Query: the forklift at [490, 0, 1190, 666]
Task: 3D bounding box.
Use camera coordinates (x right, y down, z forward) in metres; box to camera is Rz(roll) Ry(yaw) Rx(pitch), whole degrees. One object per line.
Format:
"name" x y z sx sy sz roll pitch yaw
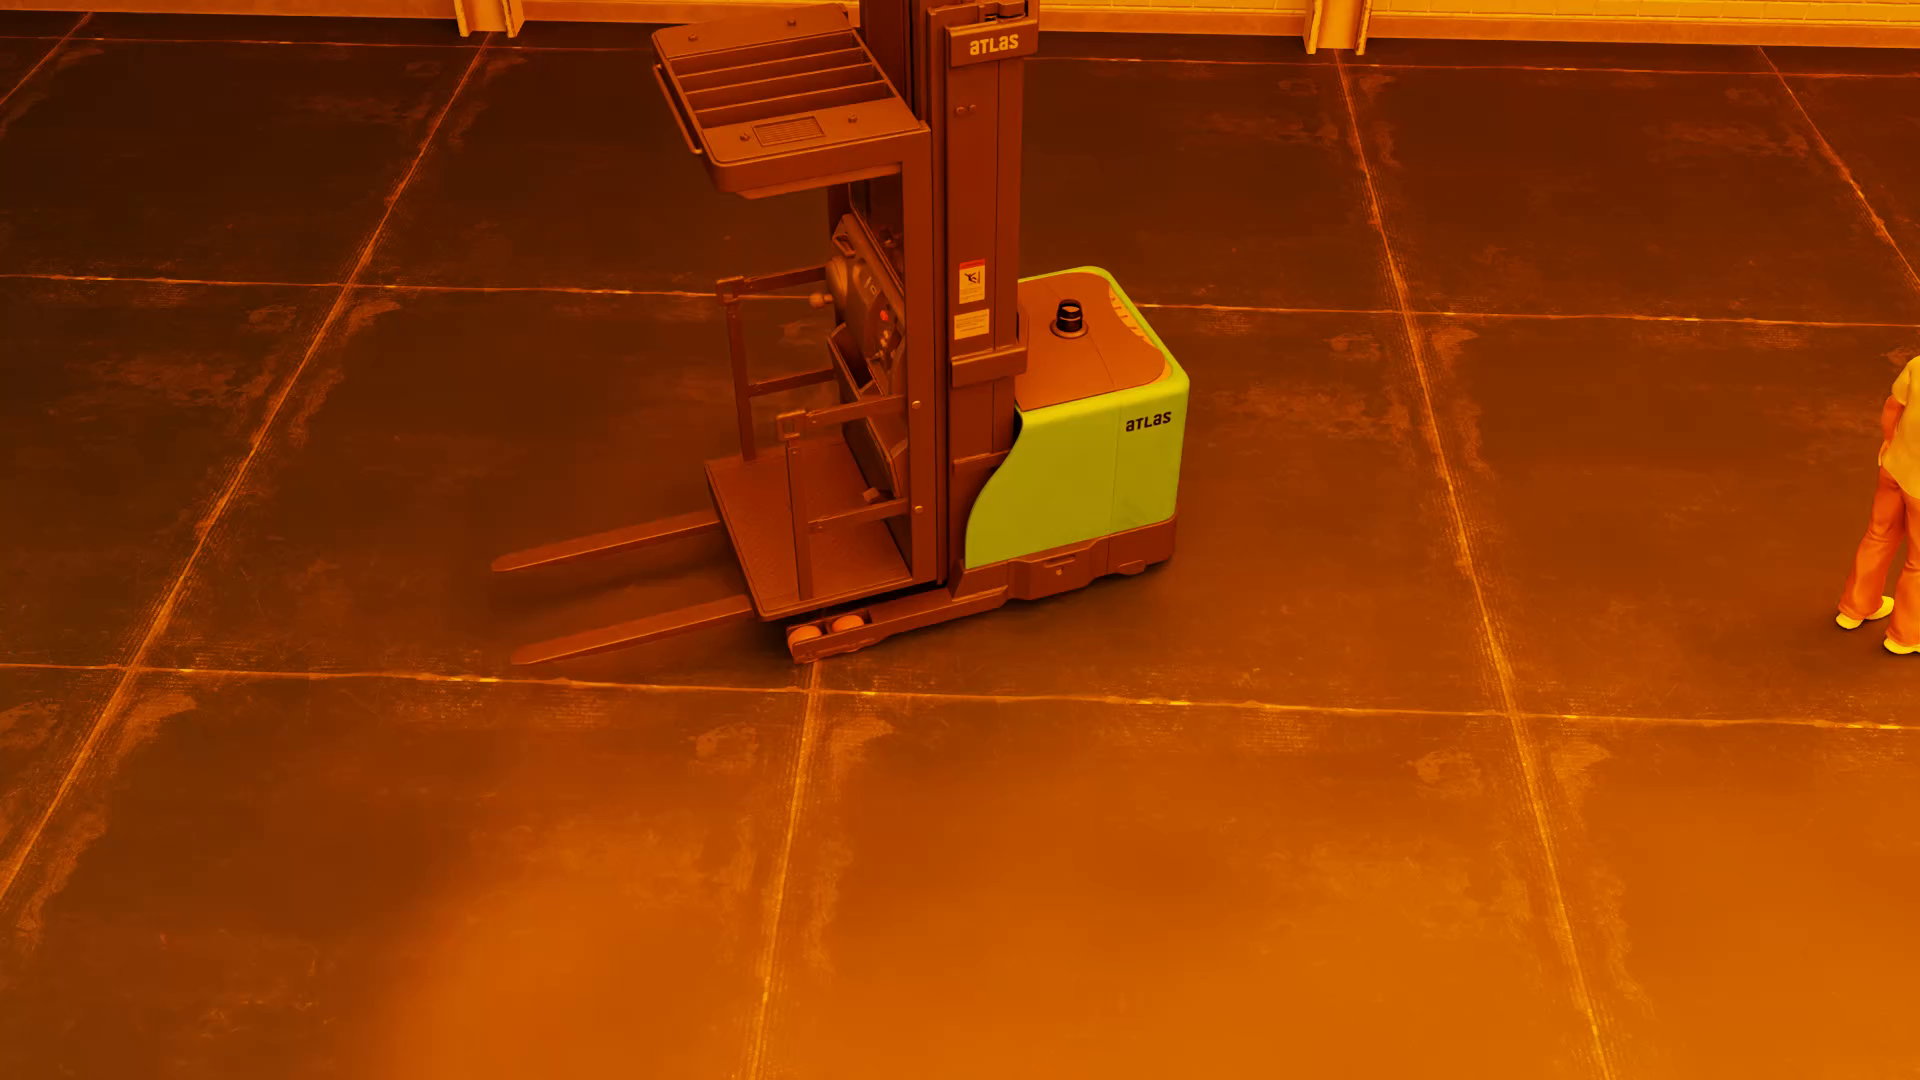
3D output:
"forklift" -0.573 -0.945 6.778 3.031 2.935 1.130 -13 44 -14

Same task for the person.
"person" 4.083 -0.256 6.943 0.548 1.674 0.553 -10 43 -10
